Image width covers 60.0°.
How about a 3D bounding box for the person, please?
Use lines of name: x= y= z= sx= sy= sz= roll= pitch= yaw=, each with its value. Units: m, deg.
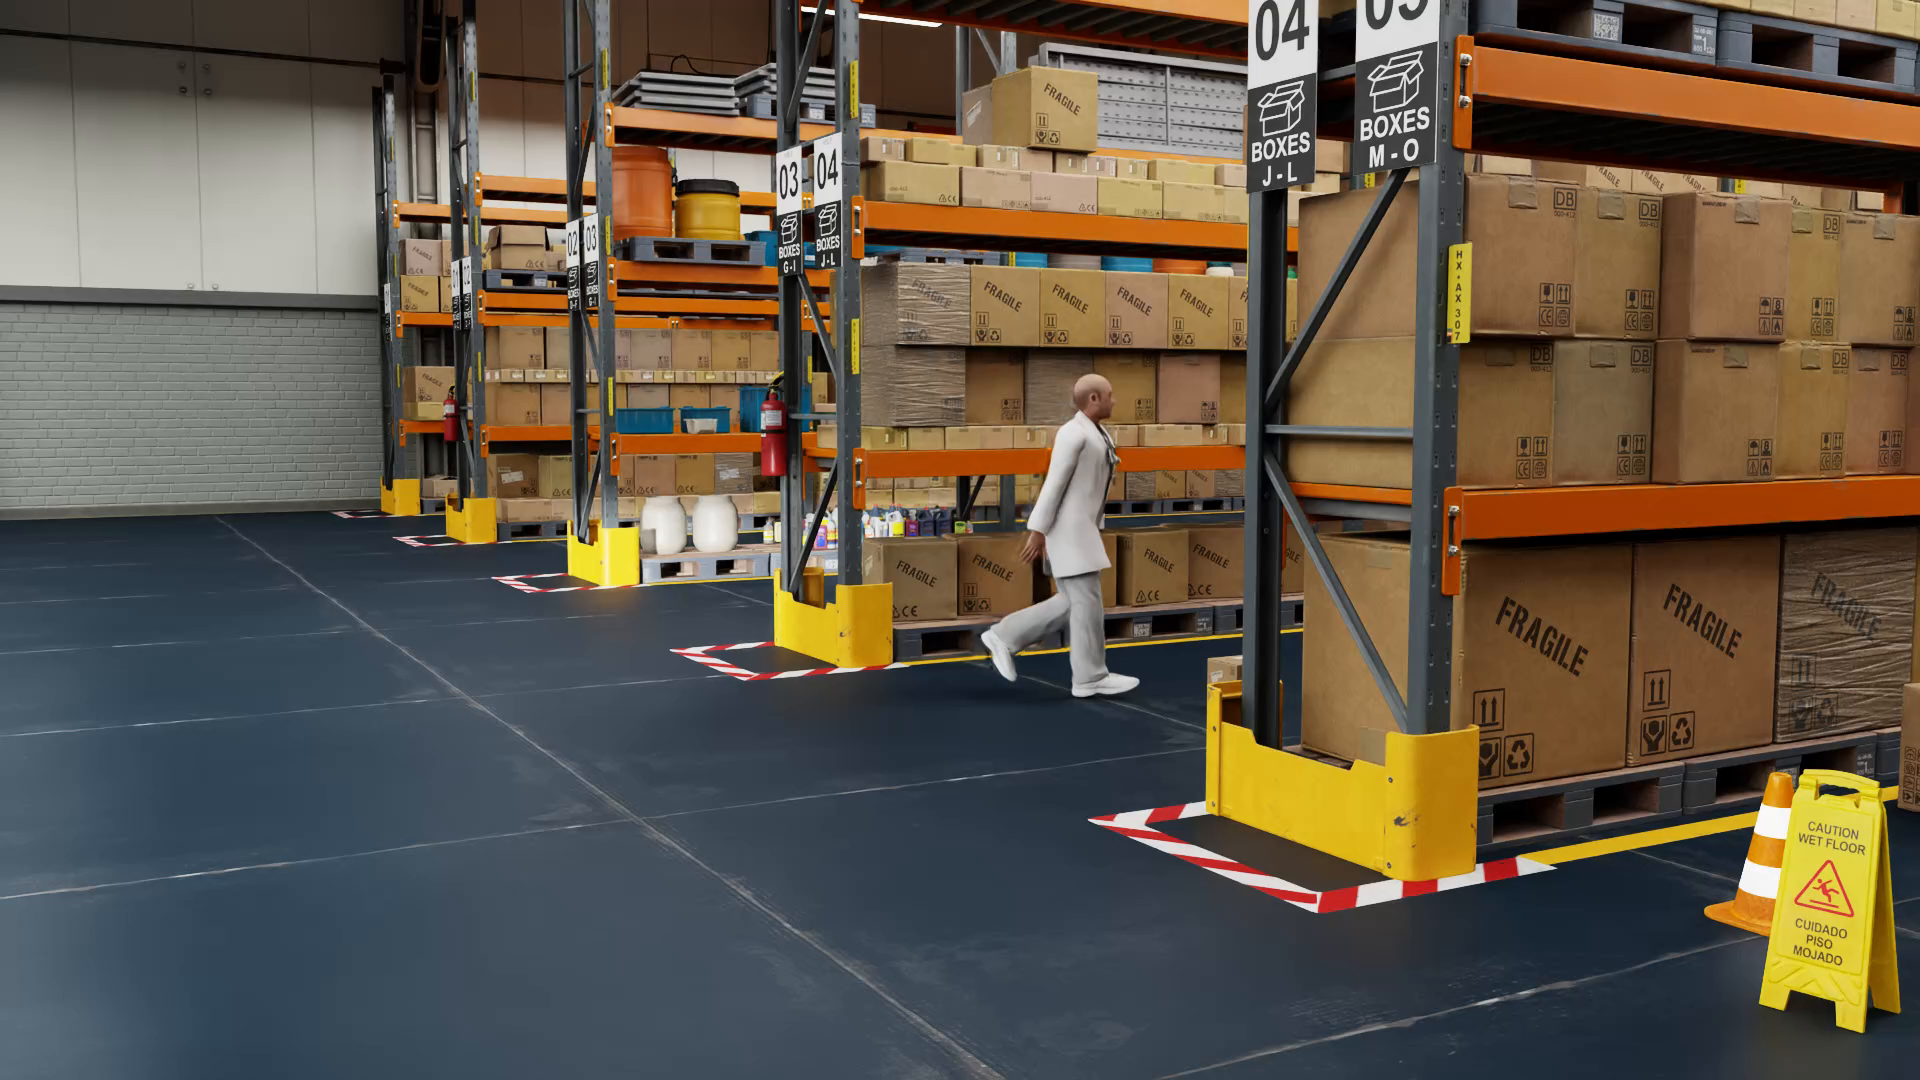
person: x=0.557 y=-0.032 z=9.122 sx=0.886 sy=1.750 sz=0.655 roll=1 pitch=5 yaw=15
